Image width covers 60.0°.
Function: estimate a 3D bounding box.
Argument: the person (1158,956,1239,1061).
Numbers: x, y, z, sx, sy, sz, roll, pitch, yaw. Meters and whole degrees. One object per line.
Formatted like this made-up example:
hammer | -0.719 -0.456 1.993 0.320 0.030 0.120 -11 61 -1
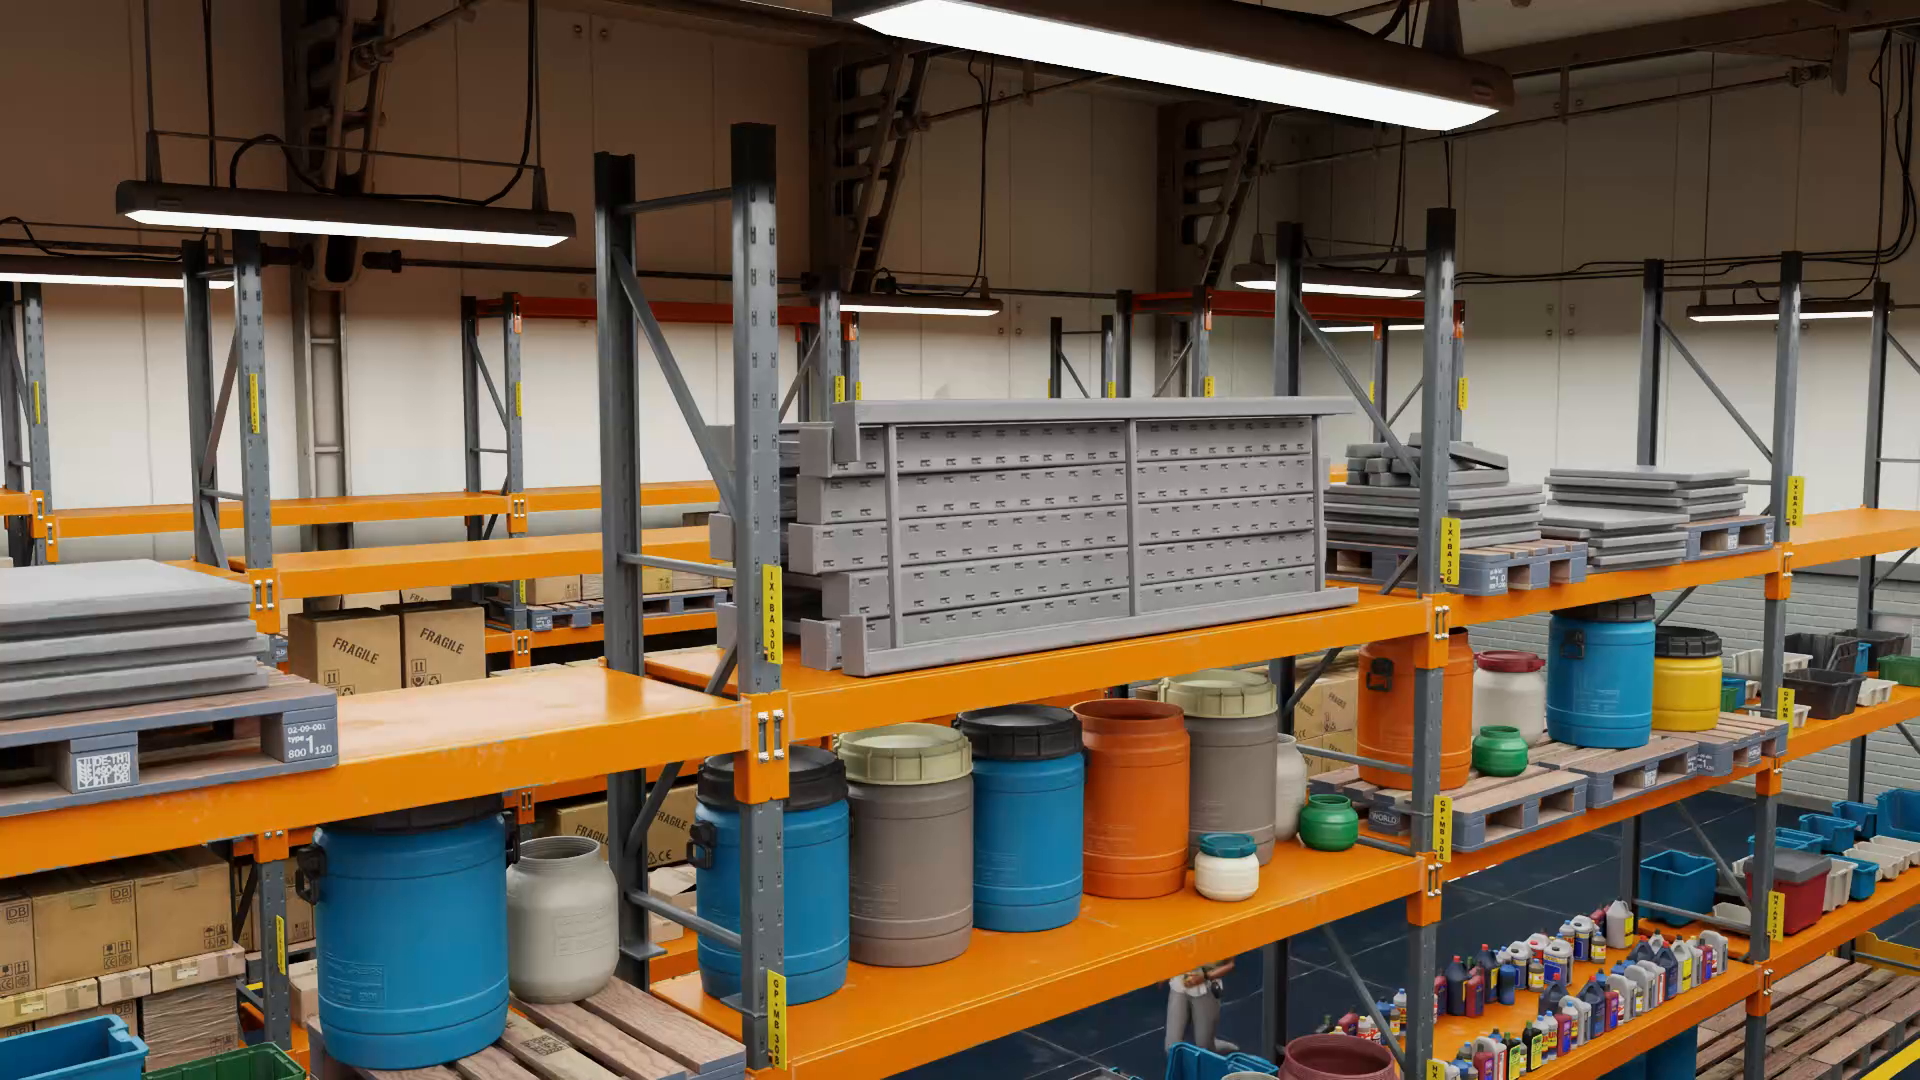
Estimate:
person | 1.687 3.214 11.882 0.585 1.662 0.716 5 7 40
